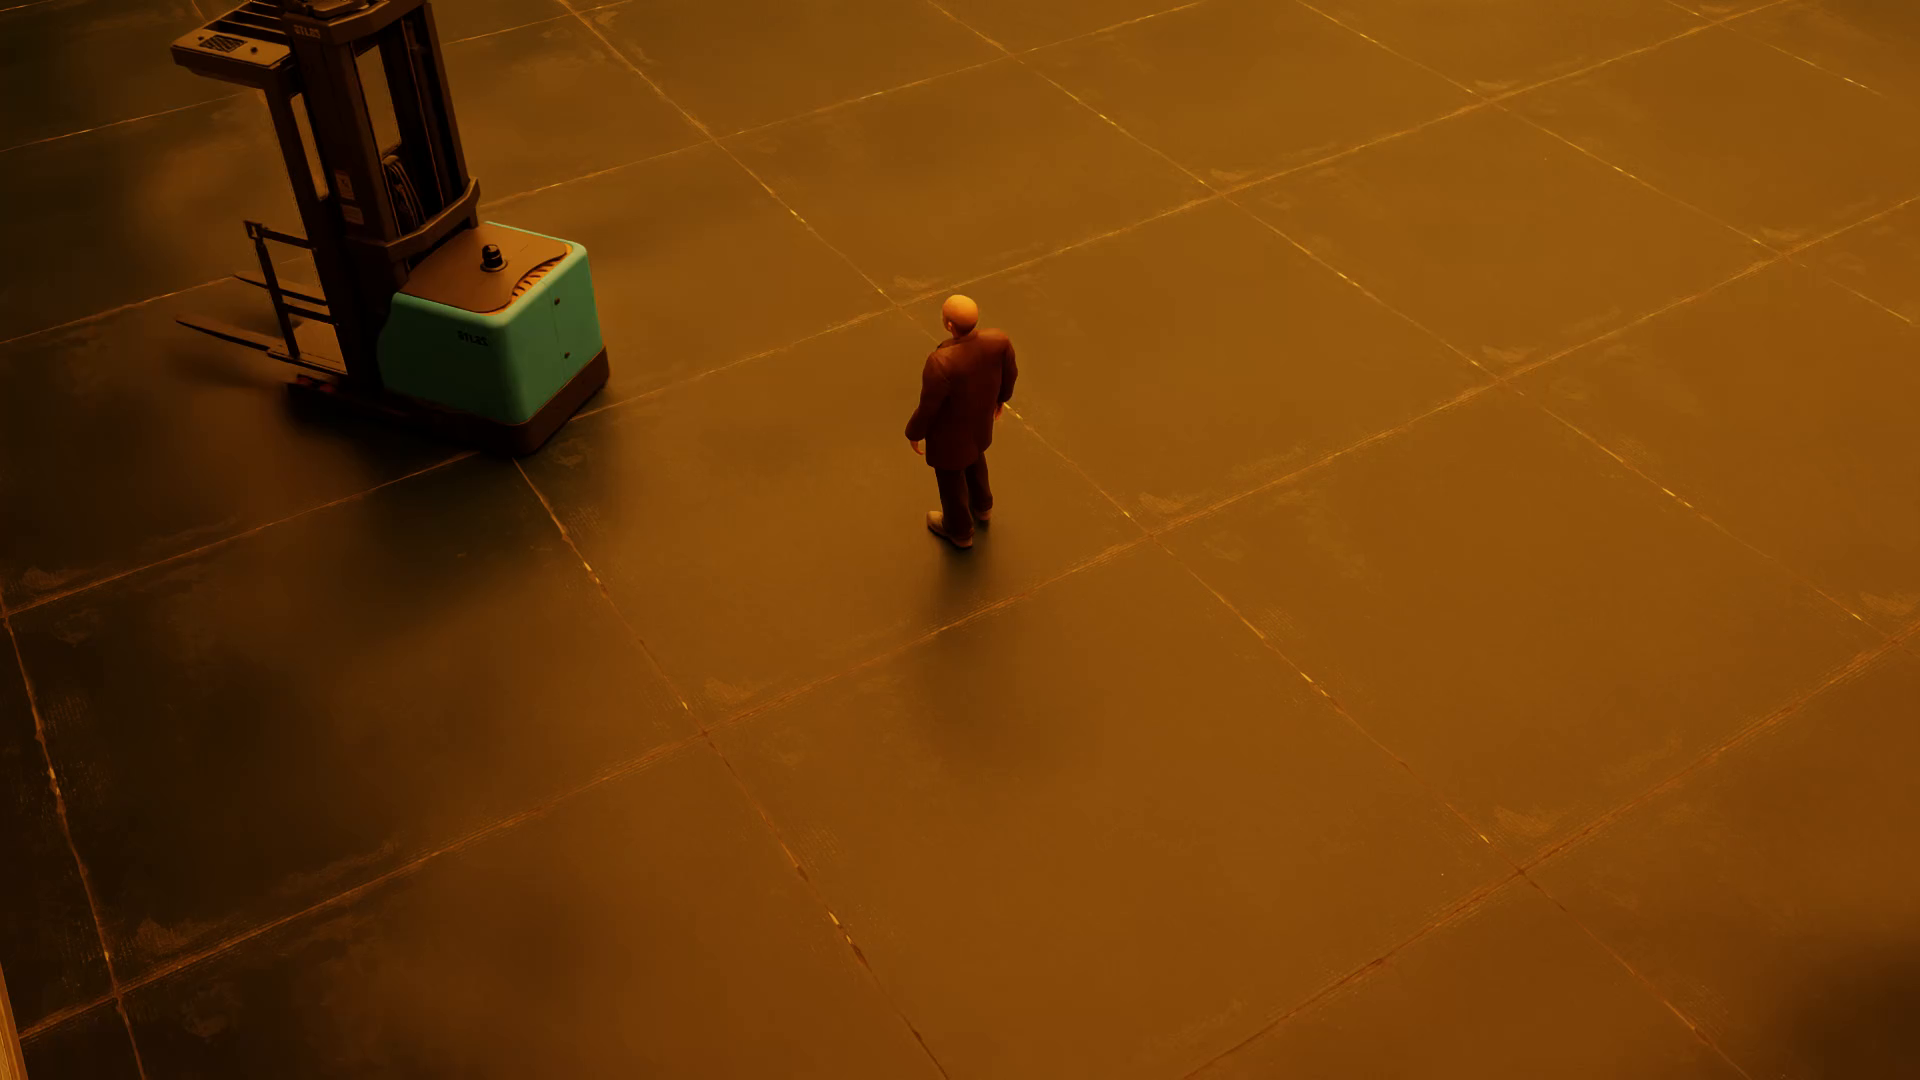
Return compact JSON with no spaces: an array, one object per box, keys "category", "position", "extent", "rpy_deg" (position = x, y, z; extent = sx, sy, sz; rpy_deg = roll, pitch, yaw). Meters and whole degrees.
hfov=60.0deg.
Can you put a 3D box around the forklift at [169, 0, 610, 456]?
[{"category":"forklift","position":[-3.936,-2.280,10.480],"extent":[3.031,2.935,1.130],"rpy_deg":[16,44,17]}]

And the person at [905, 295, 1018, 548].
[{"category":"person","position":[-0.045,-0.727,9.568],"extent":[0.696,1.775,0.583],"rpy_deg":[-23,46,-24]}]
